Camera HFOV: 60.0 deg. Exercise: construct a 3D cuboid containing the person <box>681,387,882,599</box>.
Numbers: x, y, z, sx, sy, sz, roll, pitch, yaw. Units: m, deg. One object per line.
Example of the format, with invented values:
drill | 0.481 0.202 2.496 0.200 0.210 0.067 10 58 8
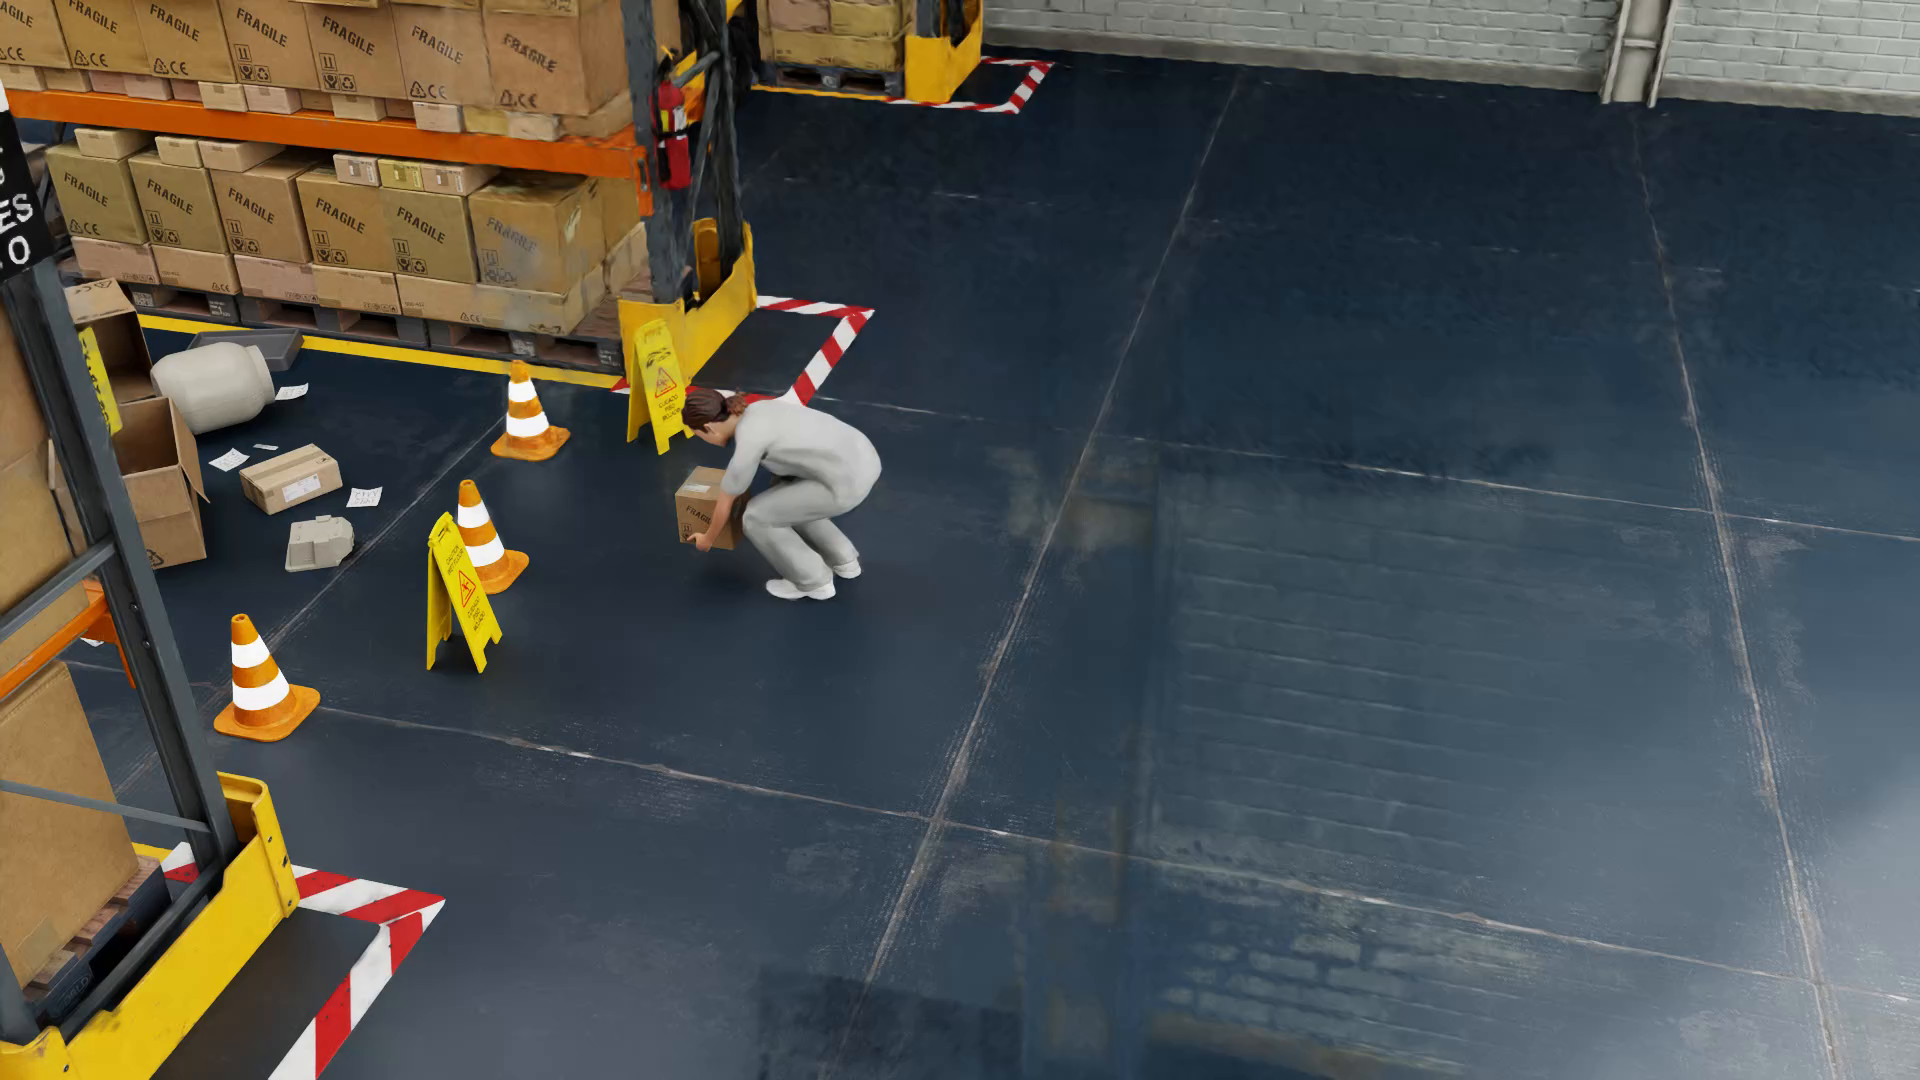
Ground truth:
person | -0.757 -0.213 7.158 0.838 0.929 0.455 7 34 11
